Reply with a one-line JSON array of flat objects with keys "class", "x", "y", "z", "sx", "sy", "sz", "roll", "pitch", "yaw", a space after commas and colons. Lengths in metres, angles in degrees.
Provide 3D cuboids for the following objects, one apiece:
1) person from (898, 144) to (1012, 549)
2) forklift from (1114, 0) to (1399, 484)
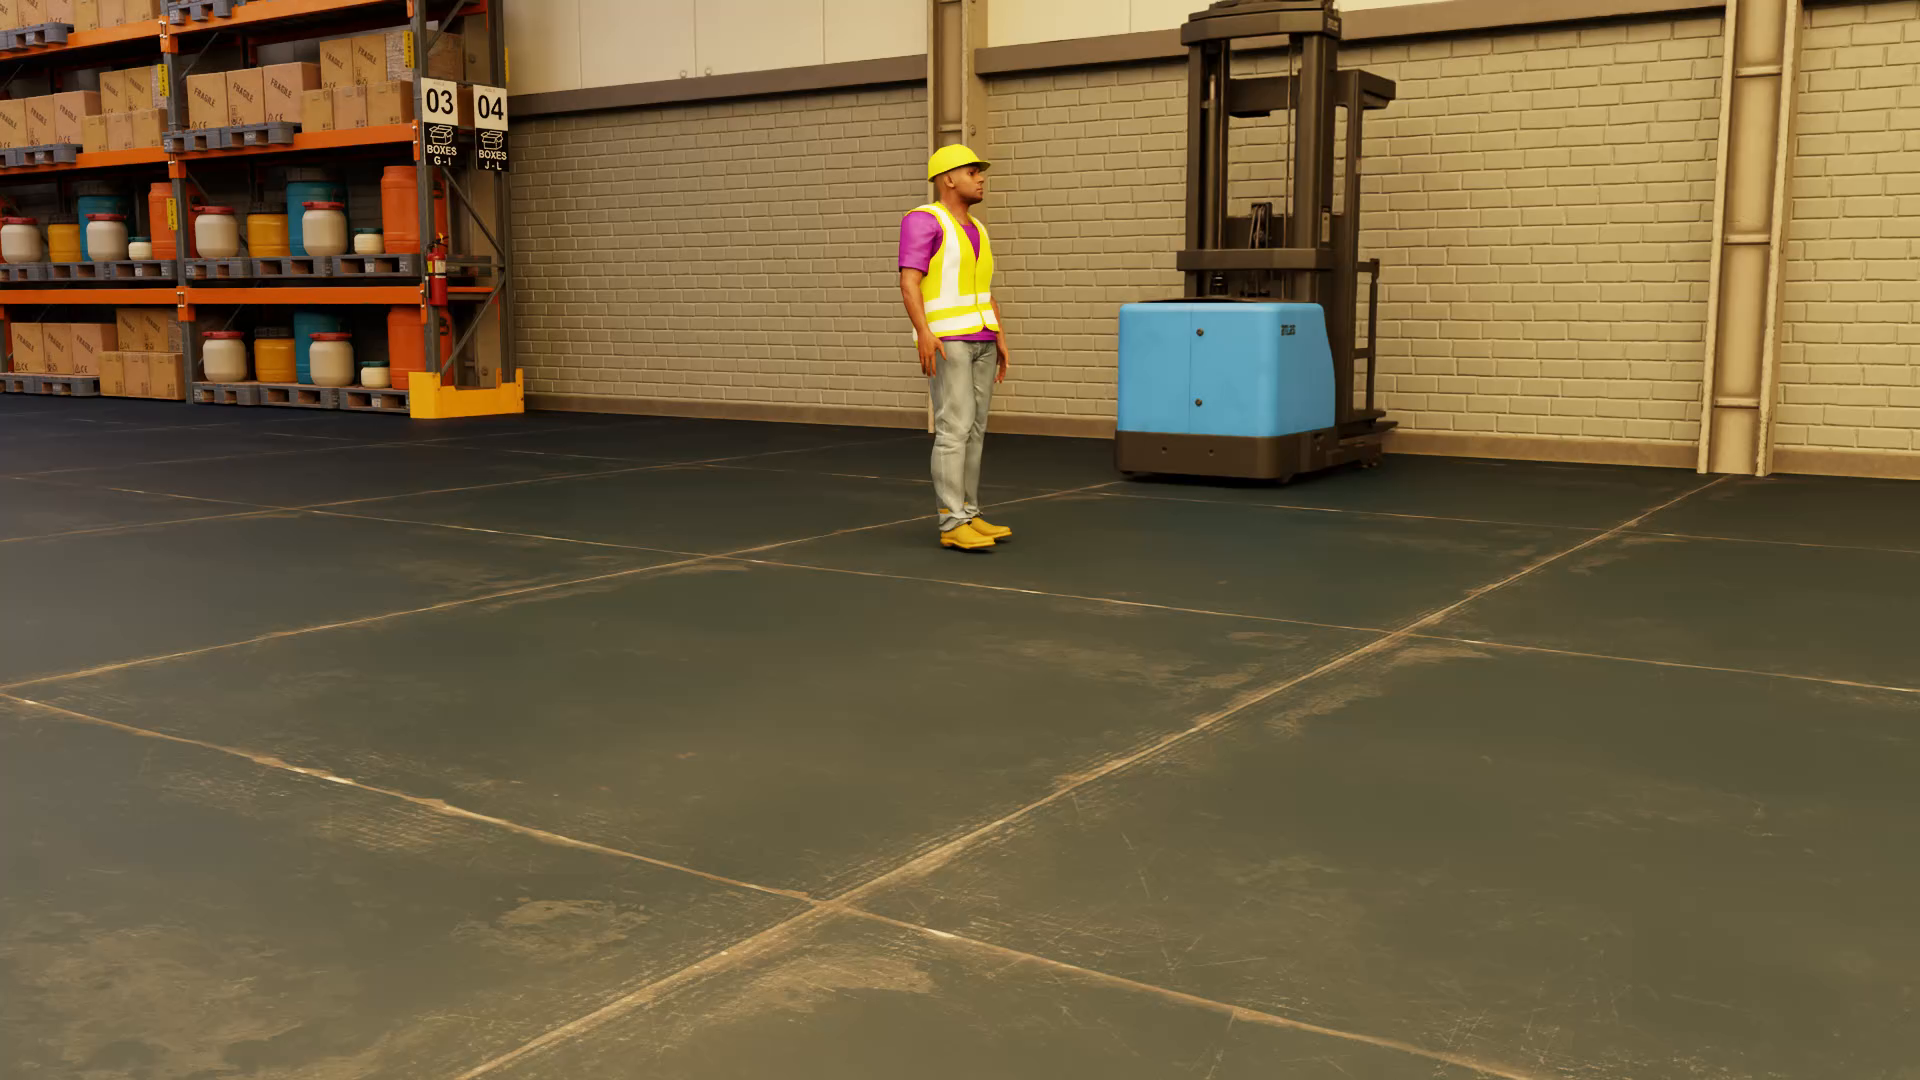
[{"class": "person", "x": 0.055, "y": -0.875, "z": 7.435, "sx": 0.575, "sy": 1.768, "sz": 0.666, "roll": 5, "pitch": 10, "yaw": 34}, {"class": "forklift", "x": 2.147, "y": -1.945, "z": 10.872, "sx": 1.130, "sy": 2.935, "sz": 3.031, "roll": 5, "pitch": 10, "yaw": 32}]
